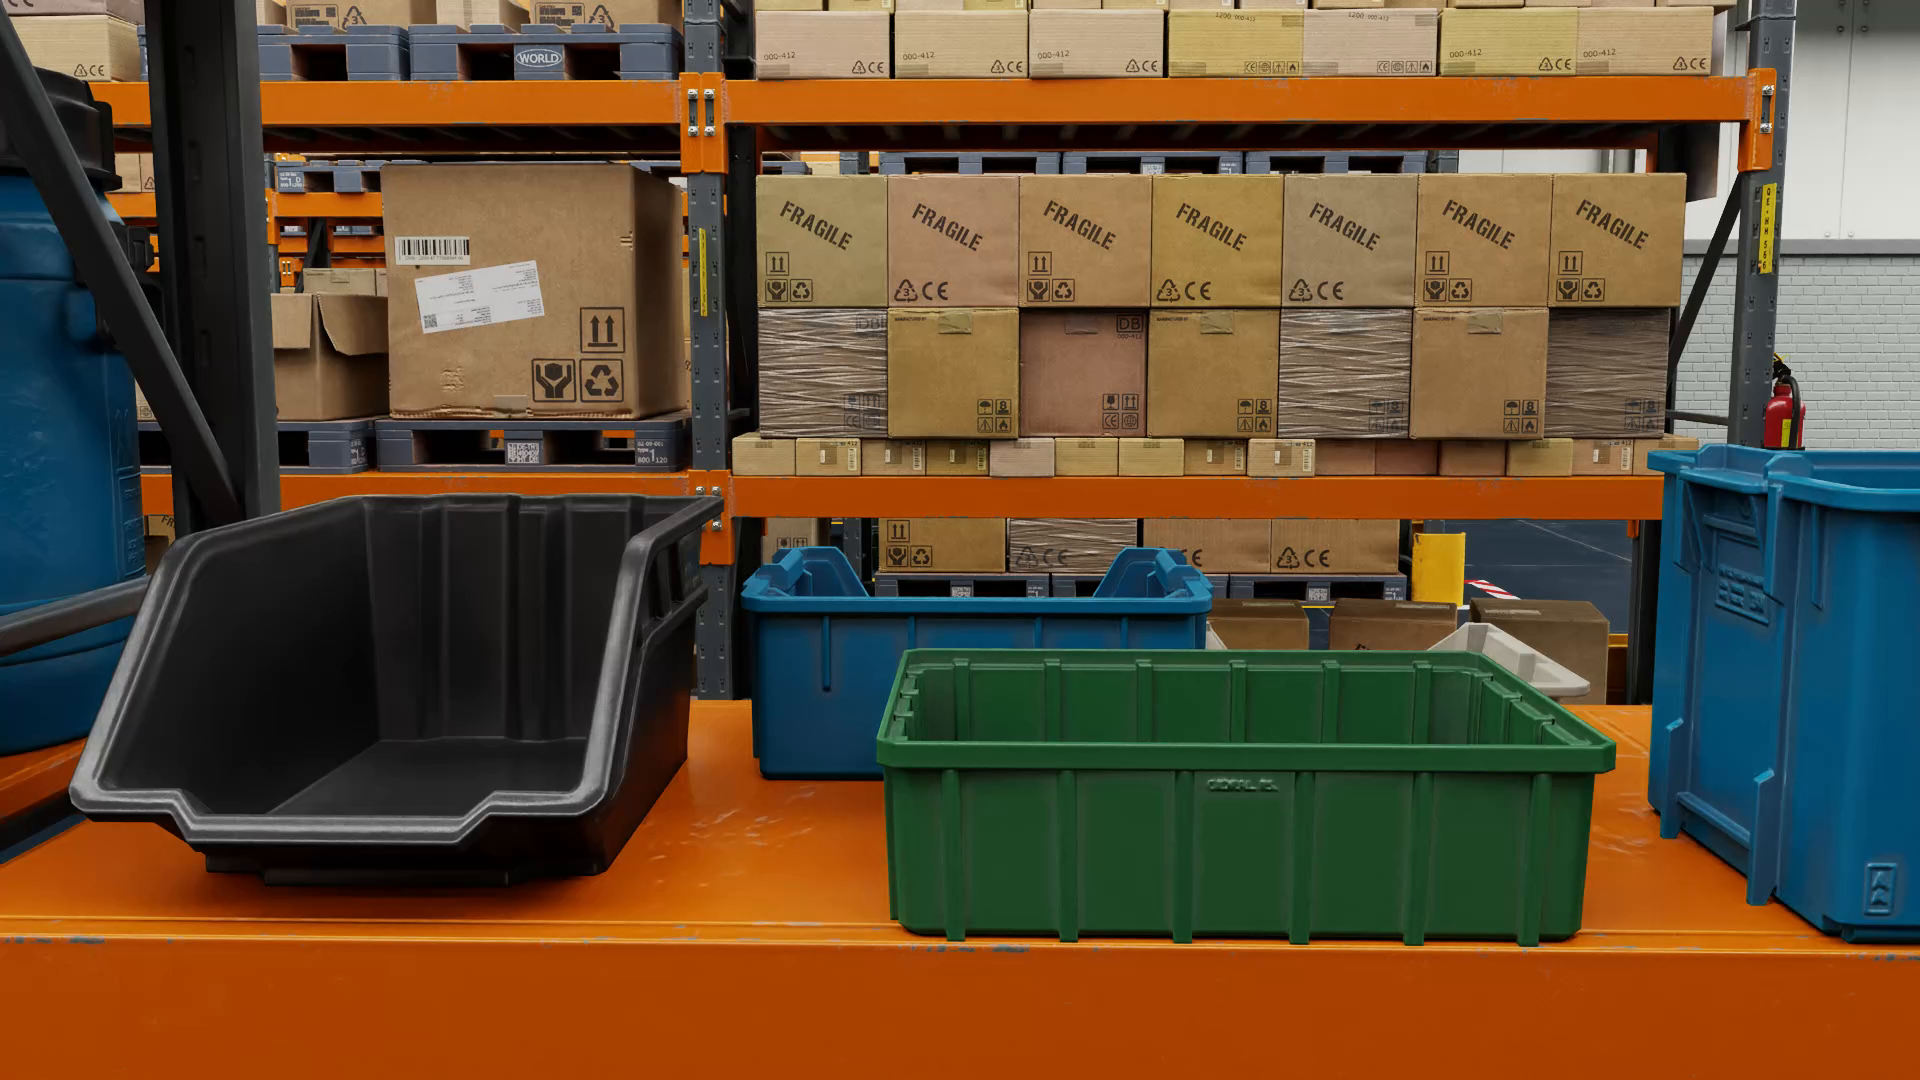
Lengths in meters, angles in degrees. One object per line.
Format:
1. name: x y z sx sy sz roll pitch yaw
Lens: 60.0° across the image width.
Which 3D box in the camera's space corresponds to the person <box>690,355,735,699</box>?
1. person: -1.197 -0.079 8.469 0.433 1.772 0.646 -1 7 -11
